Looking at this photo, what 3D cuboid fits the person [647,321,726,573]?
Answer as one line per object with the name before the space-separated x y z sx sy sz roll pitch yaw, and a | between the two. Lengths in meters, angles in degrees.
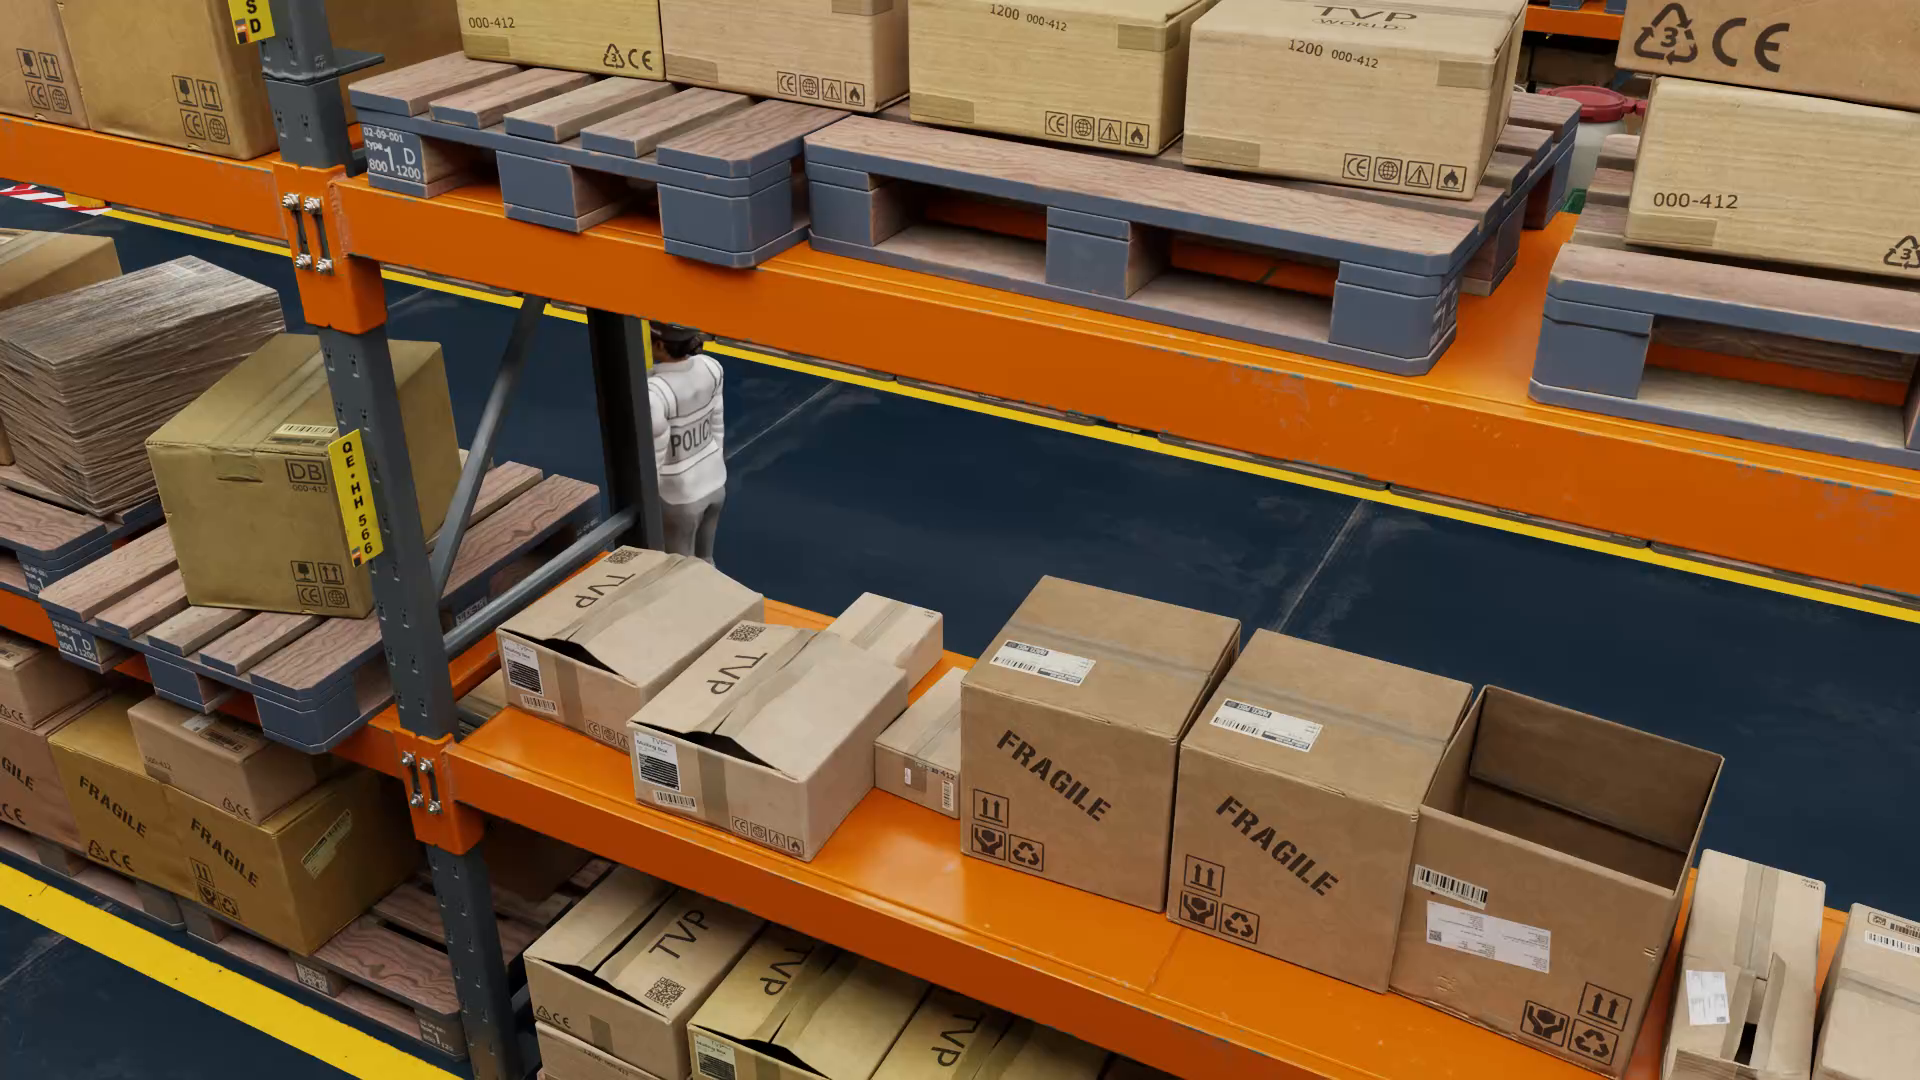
person | -1.082 -0.158 6.387 0.342 1.679 0.466 15 34 24
